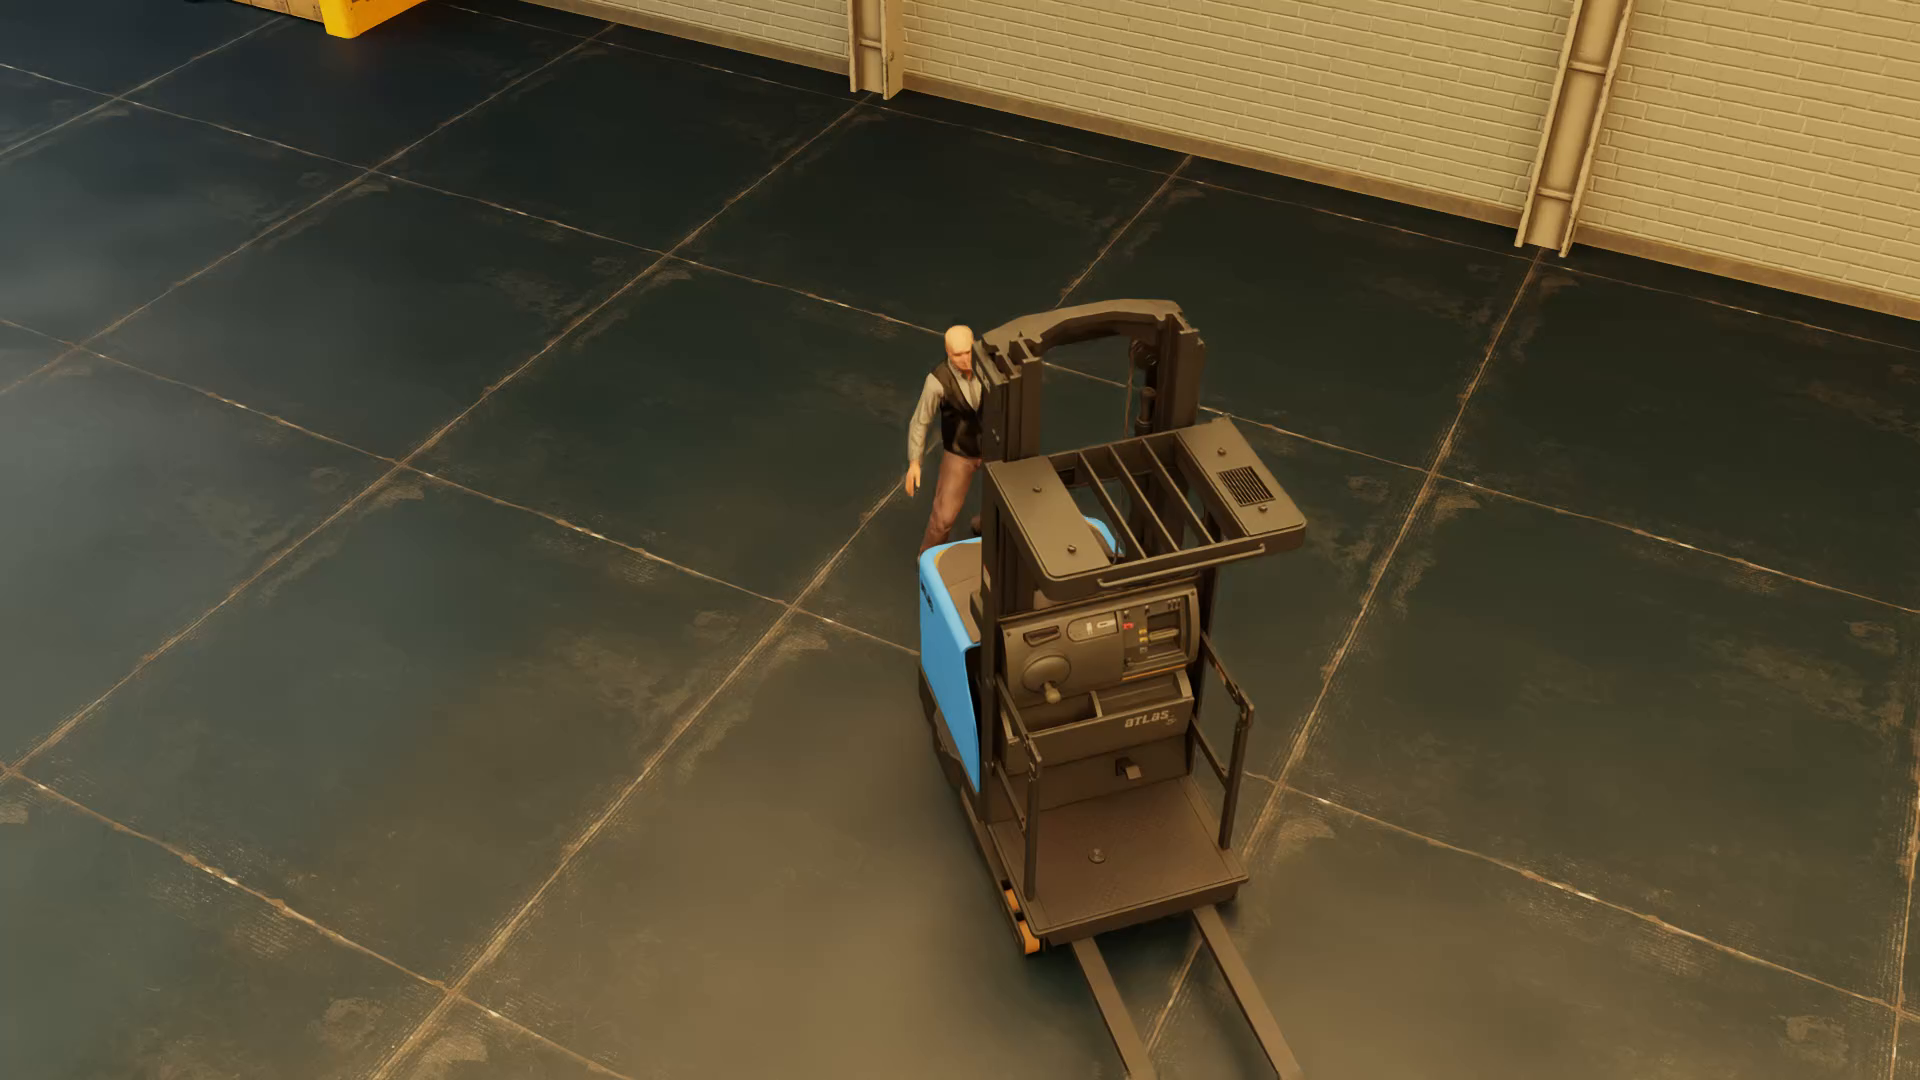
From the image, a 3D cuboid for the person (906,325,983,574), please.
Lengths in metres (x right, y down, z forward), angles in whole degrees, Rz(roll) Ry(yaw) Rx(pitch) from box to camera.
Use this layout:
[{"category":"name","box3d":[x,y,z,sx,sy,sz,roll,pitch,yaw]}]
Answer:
[{"category":"person","box3d":[0.048,-0.488,9.600,0.786,1.604,0.618,-6,40,-7]}]

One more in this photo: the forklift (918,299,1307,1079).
[{"category":"forklift","box3d":[0.709,0.553,7.330,1.130,2.935,3.031,-12,41,-14]}]
